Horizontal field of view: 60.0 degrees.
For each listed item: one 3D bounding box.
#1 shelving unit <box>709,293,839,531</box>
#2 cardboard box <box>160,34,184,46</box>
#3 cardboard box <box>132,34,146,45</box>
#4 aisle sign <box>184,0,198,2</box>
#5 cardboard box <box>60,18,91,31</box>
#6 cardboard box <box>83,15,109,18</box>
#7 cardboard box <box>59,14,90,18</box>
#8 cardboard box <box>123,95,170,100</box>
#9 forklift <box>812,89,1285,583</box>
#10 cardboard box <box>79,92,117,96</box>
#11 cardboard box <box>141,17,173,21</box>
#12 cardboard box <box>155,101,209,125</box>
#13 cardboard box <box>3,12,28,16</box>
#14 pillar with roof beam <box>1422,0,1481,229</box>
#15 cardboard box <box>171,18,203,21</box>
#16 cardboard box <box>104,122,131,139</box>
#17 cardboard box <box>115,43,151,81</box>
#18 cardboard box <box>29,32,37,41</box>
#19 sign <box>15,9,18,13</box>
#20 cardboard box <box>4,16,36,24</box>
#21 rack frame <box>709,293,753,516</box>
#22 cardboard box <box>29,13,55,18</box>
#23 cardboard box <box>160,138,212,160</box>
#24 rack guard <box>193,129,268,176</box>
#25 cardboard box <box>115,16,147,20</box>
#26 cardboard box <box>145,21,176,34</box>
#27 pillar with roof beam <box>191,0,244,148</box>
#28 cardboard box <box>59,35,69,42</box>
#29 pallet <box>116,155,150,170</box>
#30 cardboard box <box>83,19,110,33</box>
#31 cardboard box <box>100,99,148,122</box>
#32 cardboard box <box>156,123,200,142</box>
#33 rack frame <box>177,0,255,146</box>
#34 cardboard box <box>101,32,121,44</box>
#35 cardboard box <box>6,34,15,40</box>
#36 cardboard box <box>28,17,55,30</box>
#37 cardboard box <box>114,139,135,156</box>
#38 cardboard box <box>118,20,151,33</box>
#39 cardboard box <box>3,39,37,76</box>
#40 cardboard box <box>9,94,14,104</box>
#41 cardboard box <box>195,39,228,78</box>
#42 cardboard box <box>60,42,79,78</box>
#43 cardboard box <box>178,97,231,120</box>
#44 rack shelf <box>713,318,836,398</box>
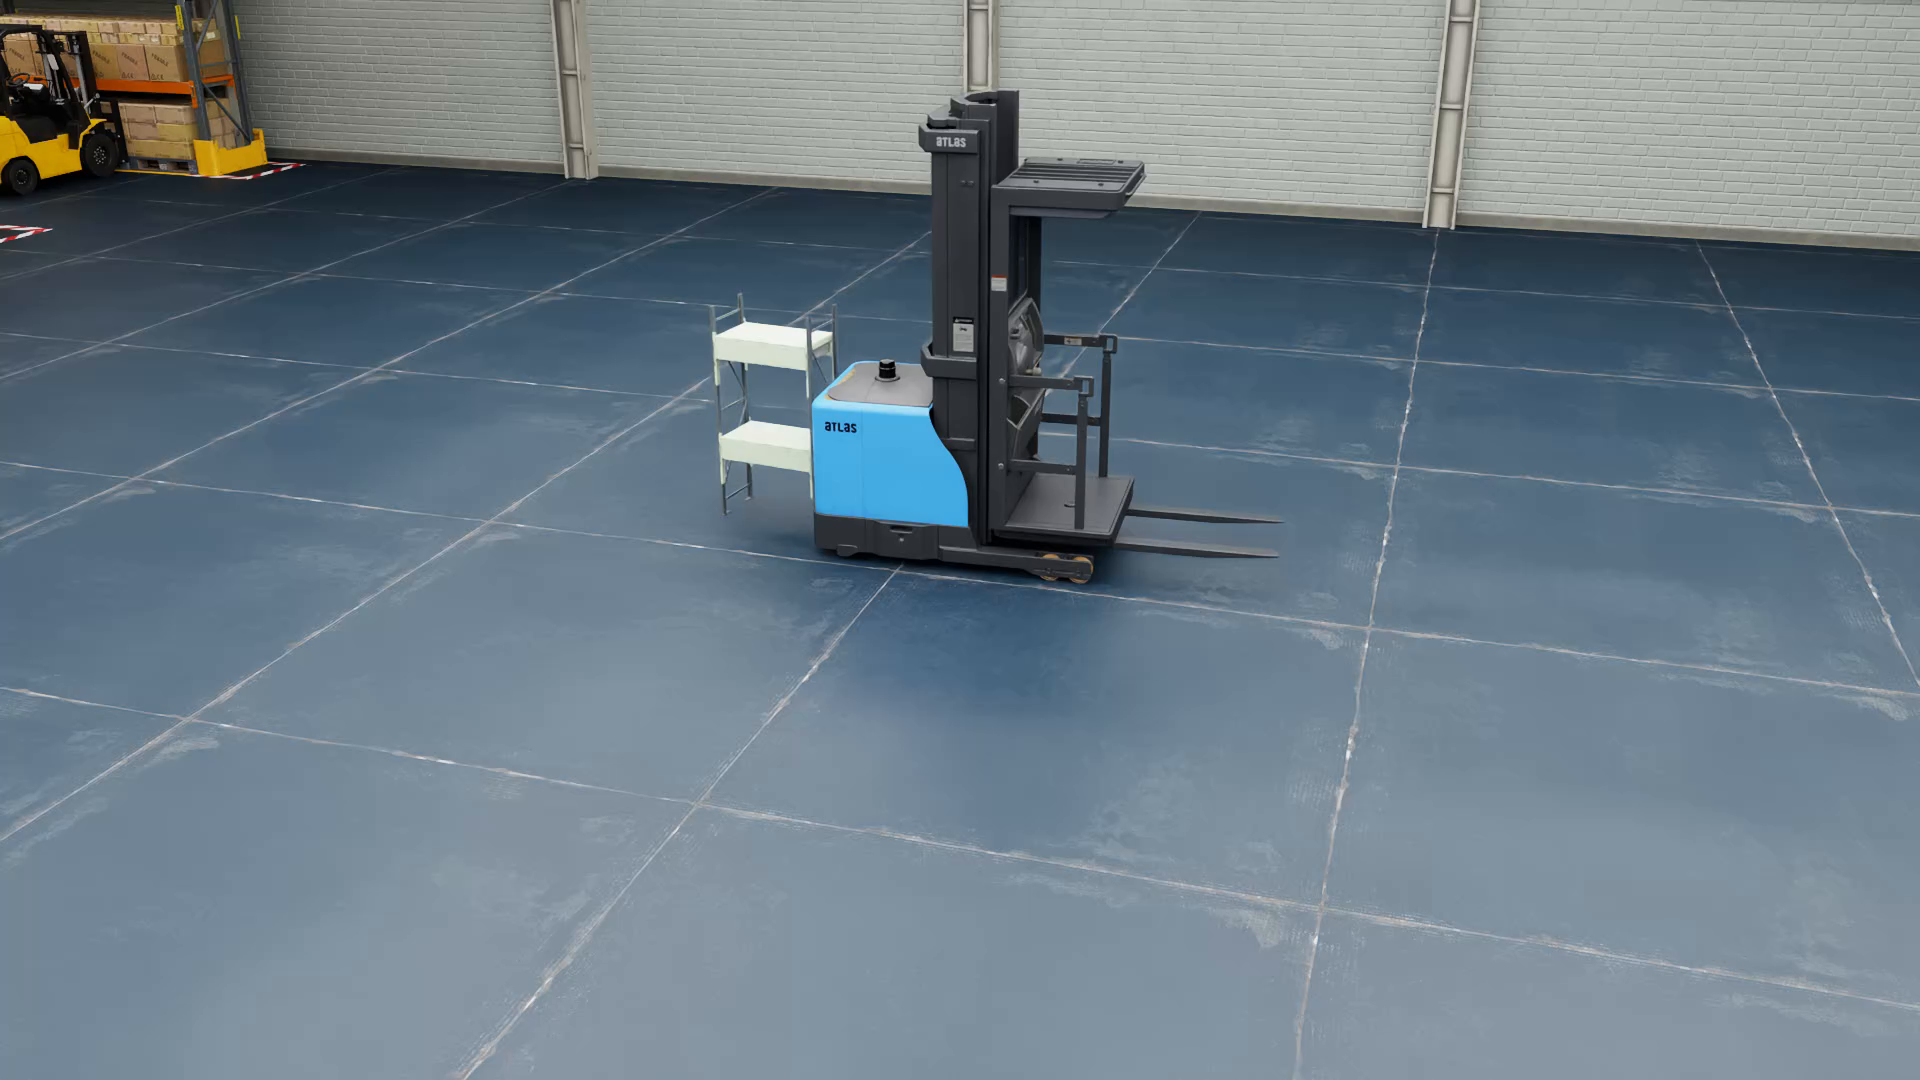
[{"bbox_3d":[-1.252,-0.880,11.439,0.755,1.500,0.431,9,24,22],"label":"shelving unit"},{"bbox_3d":[-11.224,-7.185,23.848,0.250,0.149,0.380,7,23,16],"label":"cardboard box"},{"bbox_3d":[-11.708,-7.253,24.014,0.250,0.149,0.380,7,23,17],"label":"cardboard box"},{"bbox_3d":[-10.833,-7.992,23.375,0.004,0.787,0.394,7,23,16],"label":"aisle sign"},{"bbox_3d":[-12.921,-7.549,24.343,0.250,0.149,0.380,7,23,16],"label":"cardboard box"},{"bbox_3d":[-12.797,-7.709,24.732,0.250,0.149,0.380,7,23,17],"label":"cardboard box"},{"bbox_3d":[-13.262,-7.793,24.937,0.250,0.149,0.380,6,23,15],"label":"cardboard box"},{"bbox_3d":[-12.172,-6.521,24.968,0.500,0.250,0.500,6,23,15],"label":"cardboard box"},{"bbox_3d":[0.608,-1.301,10.581,3.031,2.935,1.130,5,23,12],"label":"forklift"},{"bbox_3d":[-13.144,-6.632,25.238,0.500,0.250,0.500,7,23,16],"label":"cardboard box"},{"bbox_3d":[-11.801,-7.599,24.463,0.250,0.149,0.380,7,23,16],"label":"cardboard box"},{"bbox_3d":[-11.342,-6.225,24.245,0.500,0.250,0.500,7,23,17],"label":"cardboard box"},{"bbox_3d":[-14.248,-7.900,25.199,0.250,0.149,0.380,7,23,16],"label":"cardboard box"},{"bbox_3d":[4.772,-6.545,15.368,0.400,9.000,9.100,7,23,16],"label":"pillar with roof beam"},{"bbox_3d":[-11.307,-7.553,24.353,0.250,0.149,0.380,7,23,17],"label":"cardboard box"},{"bbox_3d":[-12.345,-6.104,24.609,0.500,0.250,0.500,6,23,14],"label":"cardboard box"},{"bbox_3d":[-11.852,-6.968,24.173,0.500,0.500,0.500,7,23,17],"label":"cardboard box"},{"bbox_3d":[-13.440,-7.428,24.439,0.250,0.149,0.380,6,23,15],"label":"cardboard box"},{"bbox_3d":[-14.482,-7.980,25.527,0.005,0.325,0.100,7,23,16],"label":"sign"},{"bbox_3d":[-13.898,-7.662,24.618,0.250,0.149,0.380,6,23,15],"label":"cardboard box"},{"bbox_3d":[-1.587,-0.936,11.576,0.023,1.500,0.400,9,24,22],"label":"rack frame"},{"bbox_3d":[-13.762,-7.833,25.036,0.250,0.149,0.380,6,23,15],"label":"cardboard box"},{"bbox_3d":[-11.352,-5.762,24.434,0.500,0.250,0.500,7,23,16],"label":"cardboard box"},{"bbox_3d":[-10.788,-5.744,24.614,0.348,0.500,1.175,7,23,16],"label":"rack guard"},{"bbox_3d":[-12.283,-7.683,24.669,0.250,0.149,0.380,6,23,14],"label":"cardboard box"},{"bbox_3d":[-11.460,-7.365,23.895,0.250,0.149,0.380,7,23,16],"label":"cardboard box"},{"bbox_3d":[-12.461,-8.518,20.178,0.400,9.000,9.100,7,23,16],"label":"pillar with roof beam"},{"bbox_3d":[-12.937,-7.380,24.324,0.250,0.149,0.380,6,23,14],"label":"cardboard box"},{"bbox_3d":[-12.720,-5.816,25.170,1.213,0.211,1.003,7,23,15],"label":"pallet"},{"bbox_3d":[-12.466,-7.453,24.109,0.250,0.149,0.380,7,23,17],"label":"cardboard box"},{"bbox_3d":[-12.319,-6.330,24.502,0.500,0.250,0.500,7,23,16],"label":"cardboard box"},{"bbox_3d":[-11.367,-5.996,24.346,0.500,0.250,0.500,6,23,15],"label":"cardboard box"},{"bbox_3d":[-10.811,-6.903,24.146,0.127,3.000,1.000,7,23,16],"label":"rack frame"},{"bbox_3d":[-12.211,-7.297,24.120,0.250,0.149,0.380,6,23,14],"label":"cardboard box"},{"bbox_3d":[-13.906,-7.511,24.642,0.250,0.149,0.380,6,23,15],"label":"cardboard box"},{"bbox_3d":[-13.425,-7.578,24.413,0.250,0.149,0.380,6,23,15],"label":"cardboard box"},{"bbox_3d":[-12.302,-5.878,24.717,0.500,0.250,0.500,7,23,16],"label":"cardboard box"},{"bbox_3d":[-11.935,-7.438,24.073,0.250,0.149,0.380,7,23,16],"label":"cardboard box"},{"bbox_3d":[-13.788,-7.193,24.721,0.500,0.500,0.500,7,23,16],"label":"cardboard box"},{"bbox_3d":[-14.268,-6.559,25.060,0.500,0.250,0.500,6,23,15],"label":"cardboard box"},{"bbox_3d":[-11.205,-7.104,24.505,0.500,0.500,0.500,7,23,17],"label":"cardboard box"},{"bbox_3d":[-12.827,-7.075,24.434,0.500,0.500,0.500,7,23,16],"label":"cardboard box"},{"bbox_3d":[-11.217,-6.409,24.694,0.500,0.250,0.500,6,23,15],"label":"cardboard box"},{"bbox_3d":[-1.253,-1.241,11.291,0.720,0.370,0.431,9,24,22],"label":"rack shelf"}]
